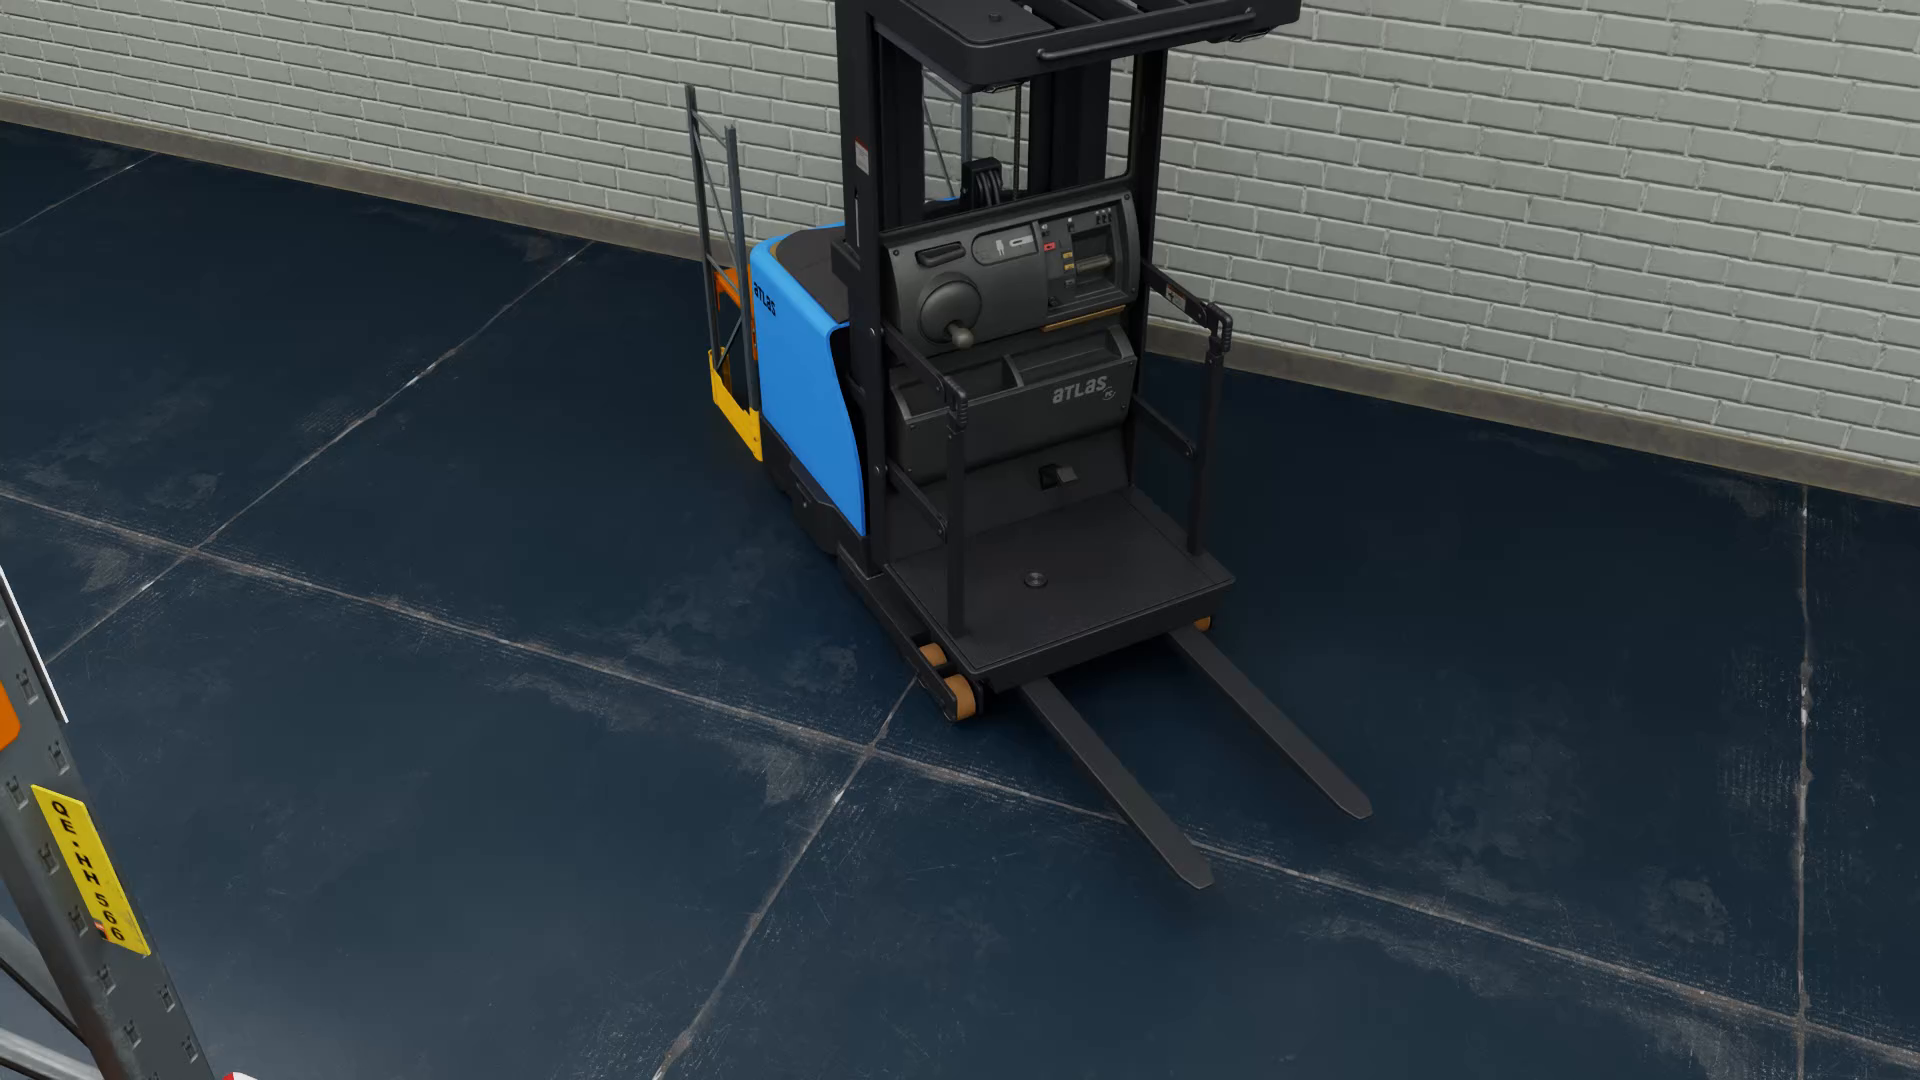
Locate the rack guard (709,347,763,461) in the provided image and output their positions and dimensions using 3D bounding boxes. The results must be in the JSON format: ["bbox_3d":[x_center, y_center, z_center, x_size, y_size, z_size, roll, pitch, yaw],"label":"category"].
[{"bbox_3d":[-0.966,-0.605,7.351,0.087,0.250,0.587,-17,40,-21],"label":"rack guard"}]

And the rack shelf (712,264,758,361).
[{"bbox_3d":[-0.531,-1.095,7.263,1.000,0.185,0.538,-17,40,-21],"label":"rack shelf"}]

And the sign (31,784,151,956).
[{"bbox_3d":[-1.269,0.486,2.429,0.100,0.325,0.005,14,39,18],"label":"sign"}]

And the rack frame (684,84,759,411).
[{"bbox_3d":[-0.983,-1.101,6.970,0.032,1.500,0.500,-17,40,-21],"label":"rack frame"}]

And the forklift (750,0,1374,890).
[{"bbox_3d":[0.296,-0.842,5.428,1.130,2.935,3.031,-18,40,-22],"label":"forklift"}]

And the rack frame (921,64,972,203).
[{"bbox_3d":[-0.078,-1.378,7.341,0.032,1.500,0.500,-17,40,-21],"label":"rack frame"}]

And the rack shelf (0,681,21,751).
[{"bbox_3d":[-2.527,1.108,0.858,1.077,0.370,4.000,14,39,18],"label":"rack shelf"}]

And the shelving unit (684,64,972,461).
[{"bbox_3d":[-0.523,-1.242,7.159,1.083,1.500,0.587,-17,40,-21],"label":"shelving unit"}]

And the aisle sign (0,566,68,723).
[{"bbox_3d":[-1.461,-0.099,2.206,0.394,0.787,0.004,14,39,18],"label":"aisle sign"}]
